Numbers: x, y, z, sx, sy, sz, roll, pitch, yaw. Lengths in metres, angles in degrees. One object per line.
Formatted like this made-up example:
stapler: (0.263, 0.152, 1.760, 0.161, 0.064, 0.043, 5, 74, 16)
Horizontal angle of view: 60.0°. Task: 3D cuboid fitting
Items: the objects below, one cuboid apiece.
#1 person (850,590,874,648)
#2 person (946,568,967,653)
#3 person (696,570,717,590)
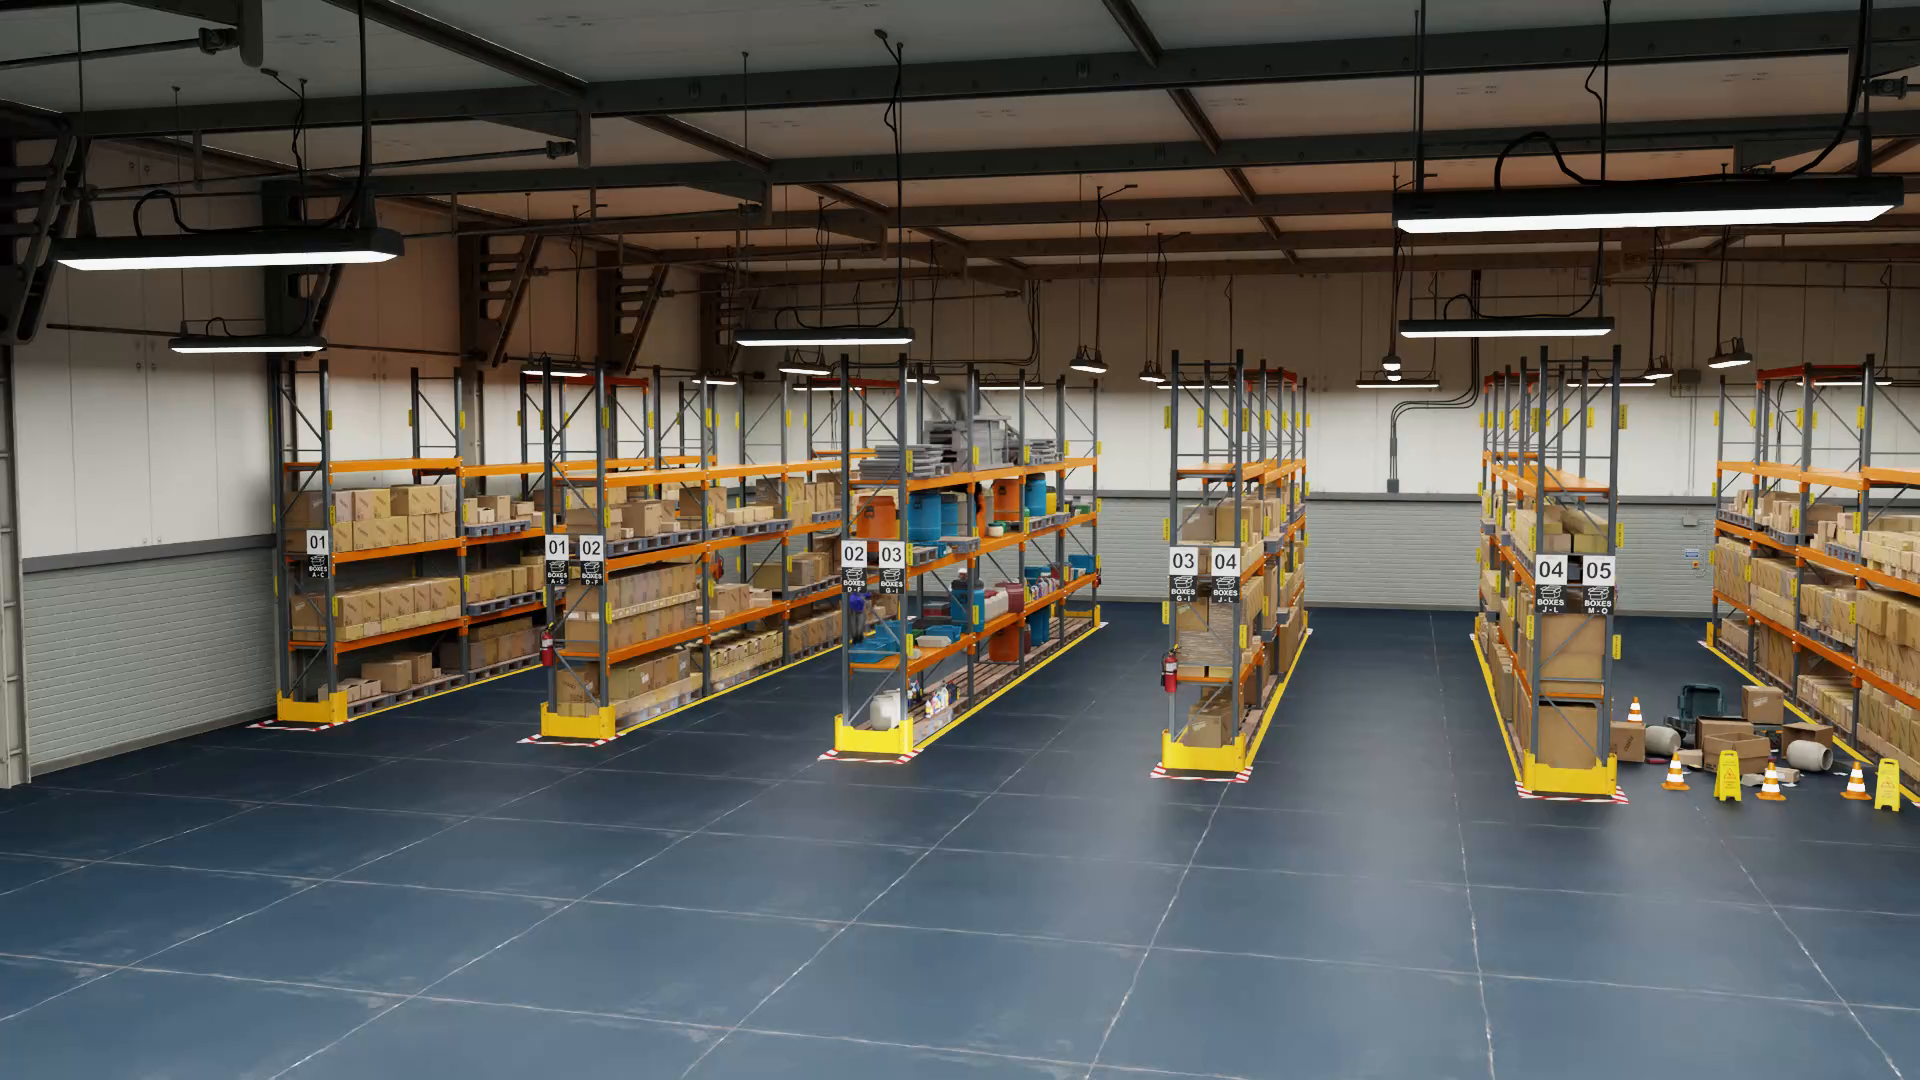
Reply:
person: (-2.060, 1.577, 33.576, 0.584, 1.655, 0.811, 1, 4, 12)
person: (0.046, 1.498, 36.124, 0.689, 1.788, 0.912, 0, 4, 6)
person: (-5.802, 1.462, 37.978, 0.576, 1.652, 0.666, 0, 4, -1)
